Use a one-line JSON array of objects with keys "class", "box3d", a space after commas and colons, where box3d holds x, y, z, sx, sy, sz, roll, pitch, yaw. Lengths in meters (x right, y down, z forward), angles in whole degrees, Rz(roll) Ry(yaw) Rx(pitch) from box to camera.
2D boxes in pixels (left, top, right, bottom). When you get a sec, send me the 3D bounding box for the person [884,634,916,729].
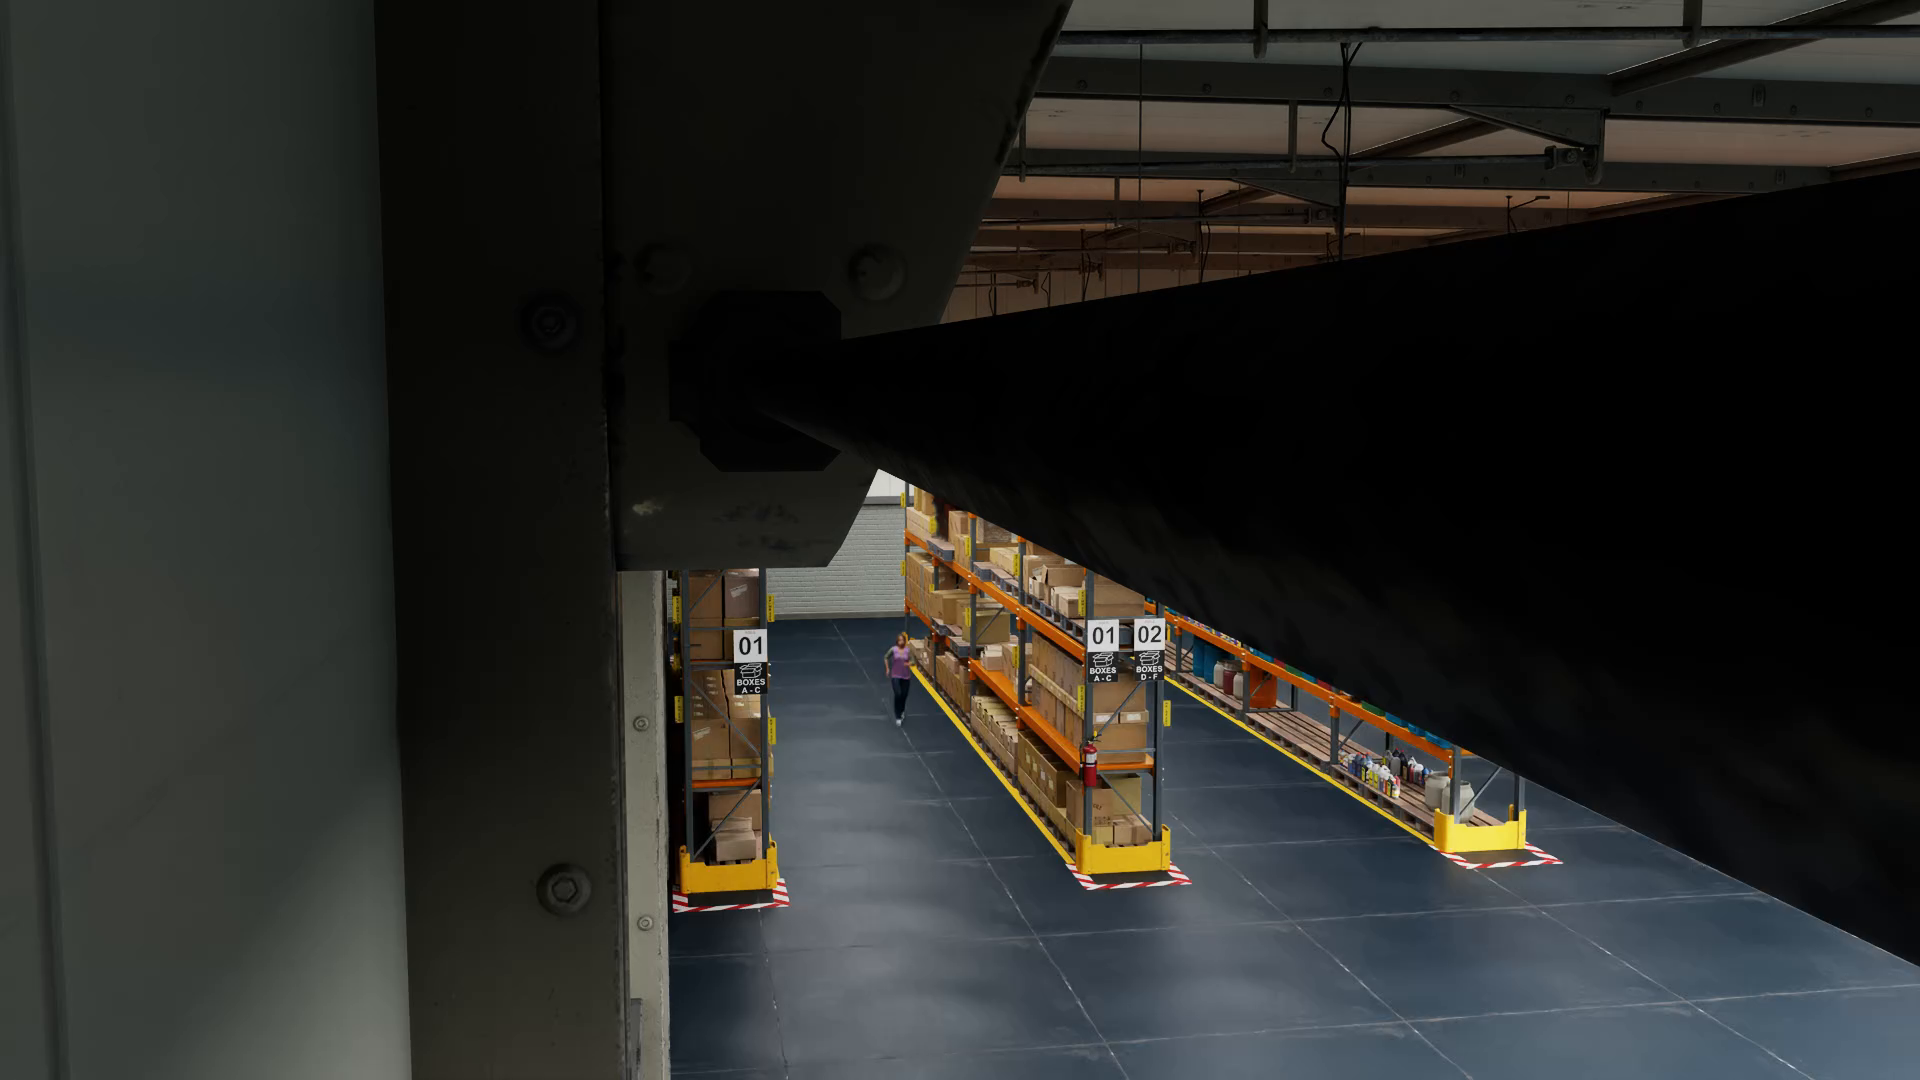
[{"class": "person", "box3d": [-1.057, 2.472, 29.496, 0.510, 1.642, 0.733, -1, 6, -14]}]
